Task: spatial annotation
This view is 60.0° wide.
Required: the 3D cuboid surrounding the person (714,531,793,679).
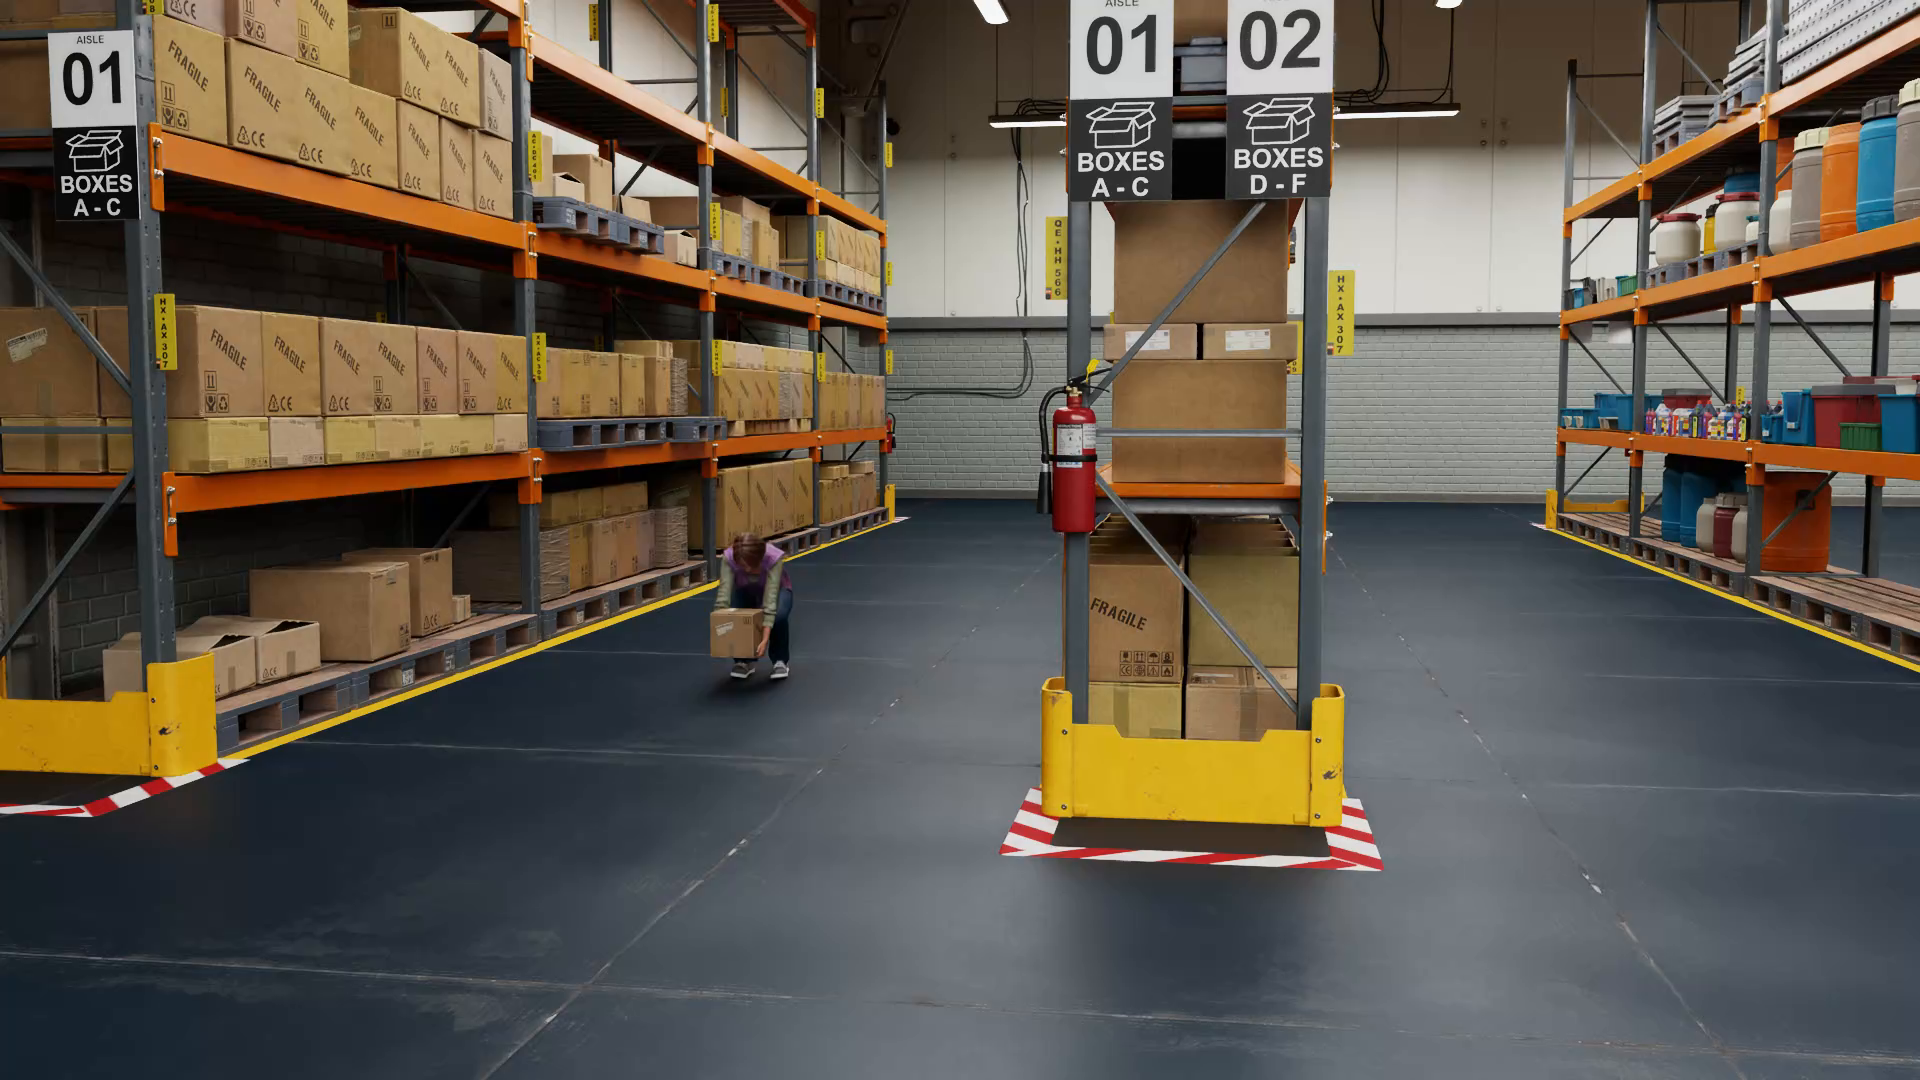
[{"bbox_3d":[-1.206,0.379,9.776,0.422,0.905,0.838,1,5,7],"label":"person"}]
